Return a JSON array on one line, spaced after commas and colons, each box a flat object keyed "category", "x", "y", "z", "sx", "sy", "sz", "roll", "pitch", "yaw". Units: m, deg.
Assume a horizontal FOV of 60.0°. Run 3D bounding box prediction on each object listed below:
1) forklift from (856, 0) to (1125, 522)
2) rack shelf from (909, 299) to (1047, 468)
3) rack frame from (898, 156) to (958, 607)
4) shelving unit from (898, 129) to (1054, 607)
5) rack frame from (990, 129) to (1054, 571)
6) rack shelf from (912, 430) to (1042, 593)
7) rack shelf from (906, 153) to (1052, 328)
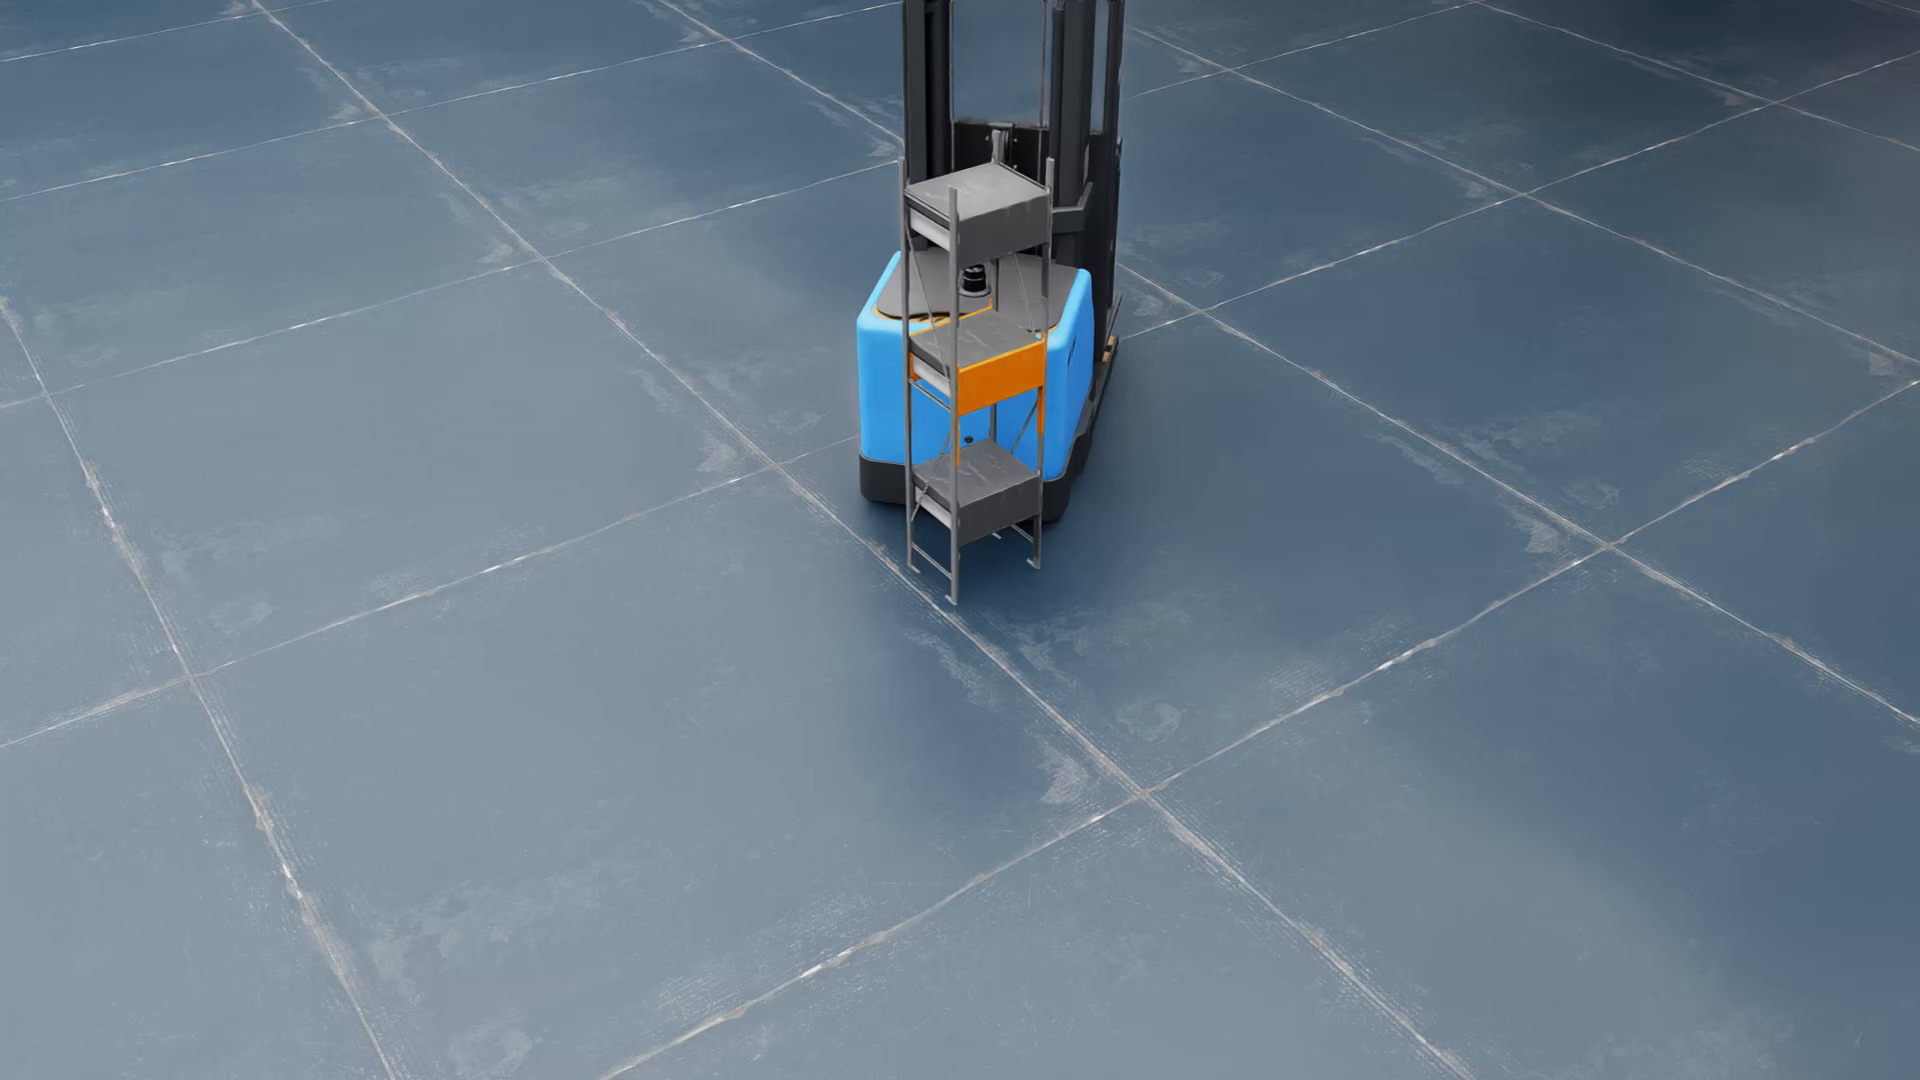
[{"category": "forklift", "x": 0.309, "y": -2.140, "z": 8.715, "sx": 1.130, "sy": 2.935, "sz": 3.031, "roll": 7, "pitch": 36, "yaw": 10}, {"category": "rack shelf", "x": 0.066, "y": -0.707, "z": 7.458, "sx": 0.480, "sy": 0.518, "sz": 0.431, "roll": -23, "pitch": 41, "yaw": -28}, {"category": "rack frame", "x": -0.132, "y": -0.635, "z": 7.335, "sx": 0.015, "sy": 2.100, "sz": 0.400, "roll": -23, "pitch": 41, "yaw": -28}, {"category": "shelving unit", "x": 0.066, "y": -0.718, "z": 7.450, "sx": 0.503, "sy": 2.100, "sz": 0.431, "roll": -23, "pitch": 41, "yaw": -28}, {"category": "rack frame", "x": 0.265, "y": -0.801, "z": 7.565, "sx": 0.015, "sy": 2.100, "sz": 0.400, "roll": -23, "pitch": 41, "yaw": -28}, {"category": "rack shelf", "x": 0.066, "y": -0.138, "z": 7.866, "sx": 0.480, "sy": 0.518, "sz": 0.431, "roll": -23, "pitch": 41, "yaw": -28}, {"category": "rack shelf", "x": 0.066, "y": -1.275, "z": 7.049, "sx": 0.480, "sy": 0.518, "sz": 0.431, "roll": -23, "pitch": 41, "yaw": -28}]
